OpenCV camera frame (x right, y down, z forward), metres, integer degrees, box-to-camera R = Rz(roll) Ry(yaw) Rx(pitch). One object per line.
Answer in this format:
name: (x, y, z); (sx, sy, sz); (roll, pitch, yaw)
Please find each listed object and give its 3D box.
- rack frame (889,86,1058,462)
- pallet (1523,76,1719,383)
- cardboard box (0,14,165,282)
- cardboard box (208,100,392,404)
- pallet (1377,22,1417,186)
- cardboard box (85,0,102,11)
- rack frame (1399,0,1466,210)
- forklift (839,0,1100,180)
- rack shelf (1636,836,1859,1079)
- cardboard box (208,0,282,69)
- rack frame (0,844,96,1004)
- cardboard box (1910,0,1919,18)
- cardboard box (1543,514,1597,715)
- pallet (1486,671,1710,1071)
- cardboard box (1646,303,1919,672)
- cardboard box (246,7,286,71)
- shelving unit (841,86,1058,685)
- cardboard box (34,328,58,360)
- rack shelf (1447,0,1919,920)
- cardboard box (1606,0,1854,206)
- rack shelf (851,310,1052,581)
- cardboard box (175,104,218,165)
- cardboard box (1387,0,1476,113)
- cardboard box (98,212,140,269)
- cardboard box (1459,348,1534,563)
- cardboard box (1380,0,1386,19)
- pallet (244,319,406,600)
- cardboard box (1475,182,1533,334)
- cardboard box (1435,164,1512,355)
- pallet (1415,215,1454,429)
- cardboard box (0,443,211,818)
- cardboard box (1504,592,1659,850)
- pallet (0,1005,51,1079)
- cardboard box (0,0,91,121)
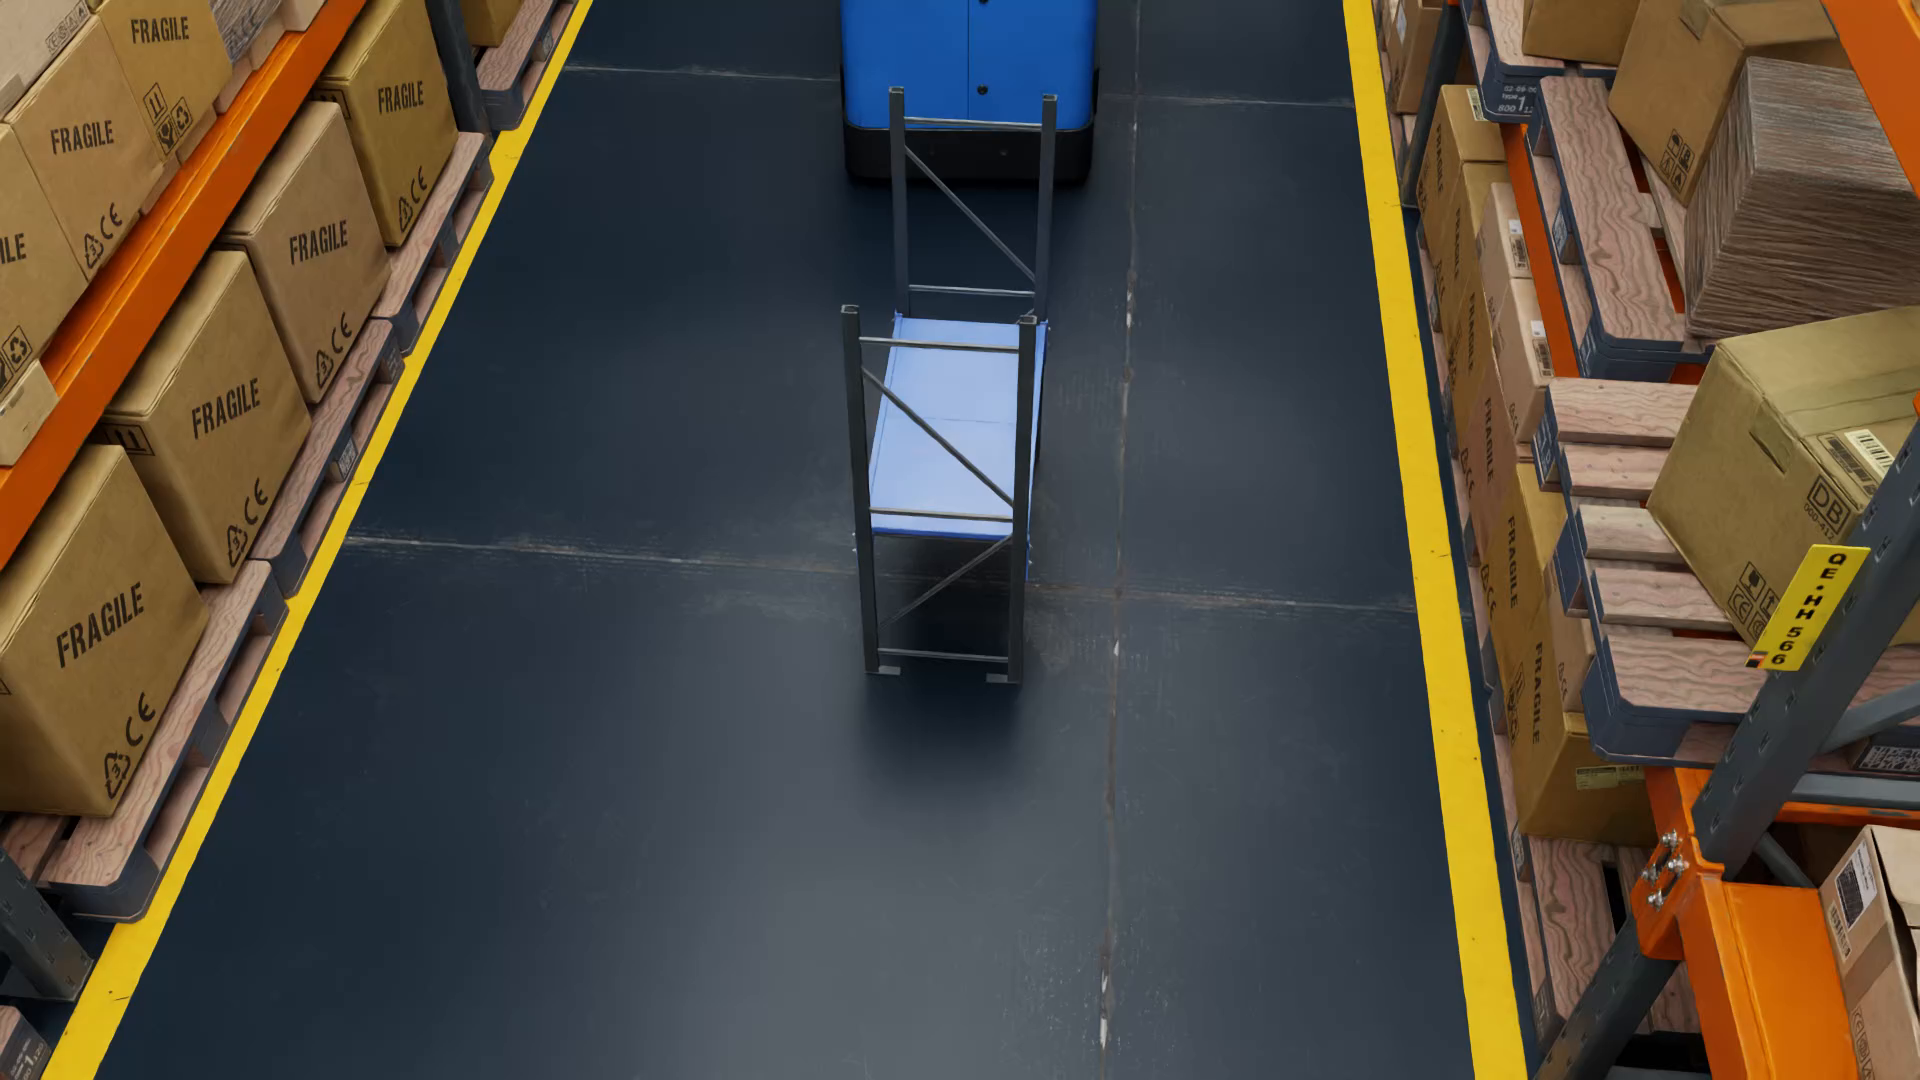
rack frame: (0.039, -0.817, 5.481); (0.500, 1.500, 0.032); (4, 48, 4)
pallet: (2.178, -0.849, 4.624); (1.003, 0.211, 1.213); (4, 48, 4)
cardboard box: (-2.526, -1.045, 4.390); (0.500, 0.500, 0.500); (4, 48, 3)
cardboard box: (-2.571, -1.031, 5.832); (0.750, 0.750, 0.750); (5, 48, 5)
pallet: (2.433, -1.988, 7.425); (1.003, 0.211, 1.213); (4, 48, 4)
cardboard box: (-2.500, -1.664, 4.448); (0.500, 0.250, 0.500); (3, 48, 3)
rack frame: (2.370, -2.424, 5.934); (1.000, 3.000, 0.127); (4, 48, 4)
forklift: (0.058, -3.590, 7.047); (1.130, 2.935, 3.031); (1, 48, 1)
rack shelf: (1.823, 2.228, 2.167); (1.077, 0.370, 4.000); (4, 48, 4)
cardboard box: (-2.445, -1.795, 5.076); (0.500, 0.500, 0.500); (4, 48, 4)
rack frame: (-2.928, 0.185, 3.548); (1.000, 3.000, 0.127); (4, 48, 4)
cardboard box: (2.012, -0.854, 2.397); (0.910, 0.500, 0.500); (4, 48, 4)
cardboard box: (1.858, 0.213, 4.410); (0.500, 0.250, 0.500); (6, 48, 5)
pallet: (2.111, 0.910, 4.774); (1.003, 0.211, 1.213); (4, 48, 4)
cardboard box: (1.950, -0.131, 3.484); (0.700, 0.500, 0.500); (-11, 48, -10)
cardboard box: (-2.434, -1.661, 5.393); (0.380, 0.149, 0.250); (4, 48, 4)
shelving unit: (-0.008, -0.443, 5.139); (0.538, 1.500, 1.048); (4, 48, 4)
cardboard box: (-2.627, -0.531, 4.359); (0.380, 0.149, 0.250); (3, 48, 3)
rack shelf: (2.188, -0.712, 4.856); (1.077, 0.370, 4.000); (4, 48, 4)
cardboard box: (2.270, -1.297, 4.551); (0.700, 0.500, 0.500); (-7, 48, -6)
rack shelf: (-0.008, -0.322, 5.272); (0.538, 0.185, 1.000); (4, 48, 4)
cardboard box: (-2.508, -1.284, 5.048); (0.380, 0.149, 0.250); (5, 48, 5)
cardboard box: (2.139, -2.167, 7.095); (0.500, 0.500, 0.500); (4, 48, 4)
cardboard box: (-2.578, -0.911, 4.707); (0.380, 0.149, 0.250); (5, 48, 4)
cardboard box: (1.946, -0.259, 5.350); (0.500, 0.500, 0.500); (2, 48, 2)
cardboard box: (2.208, -2.654, 7.669); (0.500, 0.311, 0.500); (4, 48, 4)
pallet: (-2.667, -0.342, 5.920); (1.003, 0.211, 1.213); (4, 48, 4)
cardboard box: (1.992, -0.908, 5.435); (0.500, 0.250, 0.500); (4, 48, 4)
cardboard box: (2.046, -0.997, 6.025); (0.500, 0.500, 0.500); (4, 48, 4)
pallet: (2.333, -0.883, 6.414); (1.003, 0.211, 1.213); (4, 48, 4)
cardboard box: (-2.730, 0.237, 4.673); (0.750, 0.750, 0.750); (3, 48, 3)
cardboard box: (1.857, 0.507, 4.649); (0.500, 0.500, 0.500); (6, 48, 5)
pallet: (-3.001, 1.700, 4.052); (1.003, 0.211, 1.213); (4, 48, 4)
cardboard box: (-2.540, -1.288, 4.104); (0.500, 0.250, 0.500); (4, 48, 4)
